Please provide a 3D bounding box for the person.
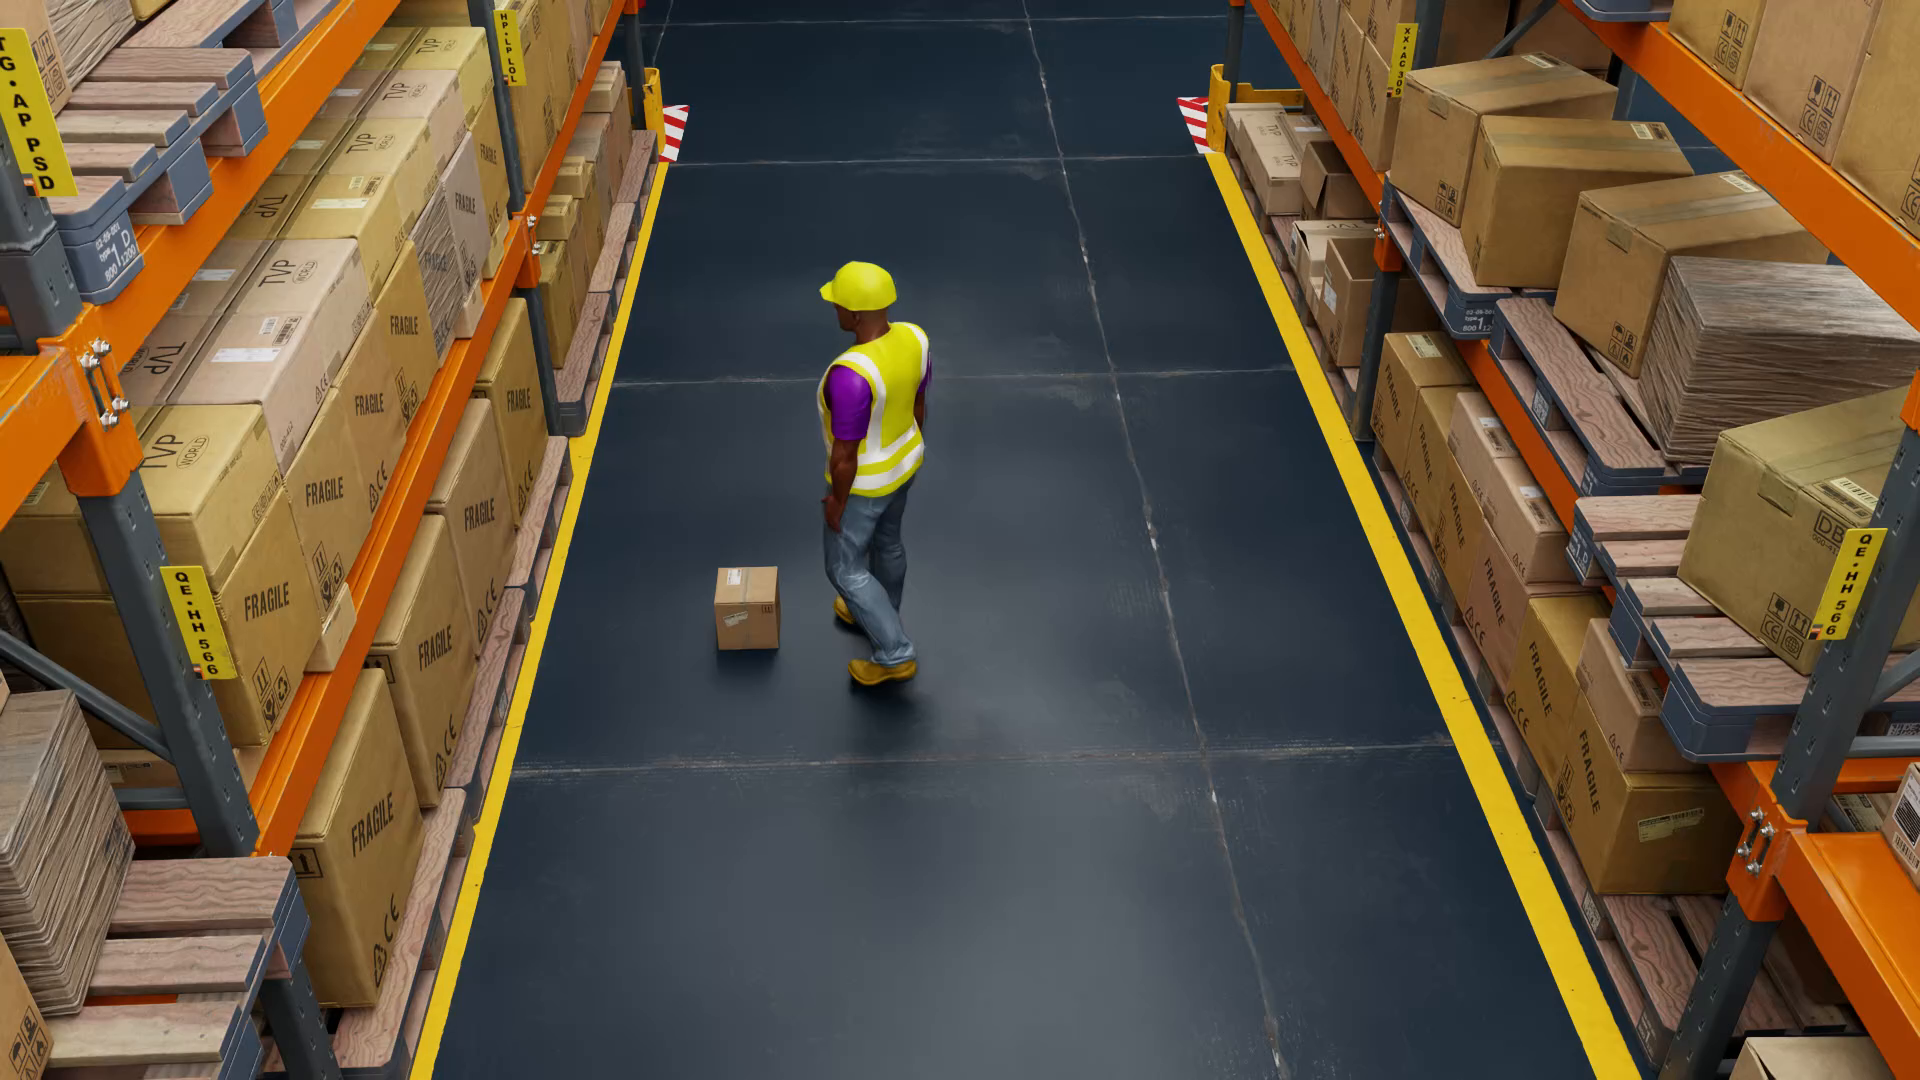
[{"bbox_3d":[-0.338,-0.273,6.498,0.603,1.771,0.579,19,39,25],"label":"person"}]
